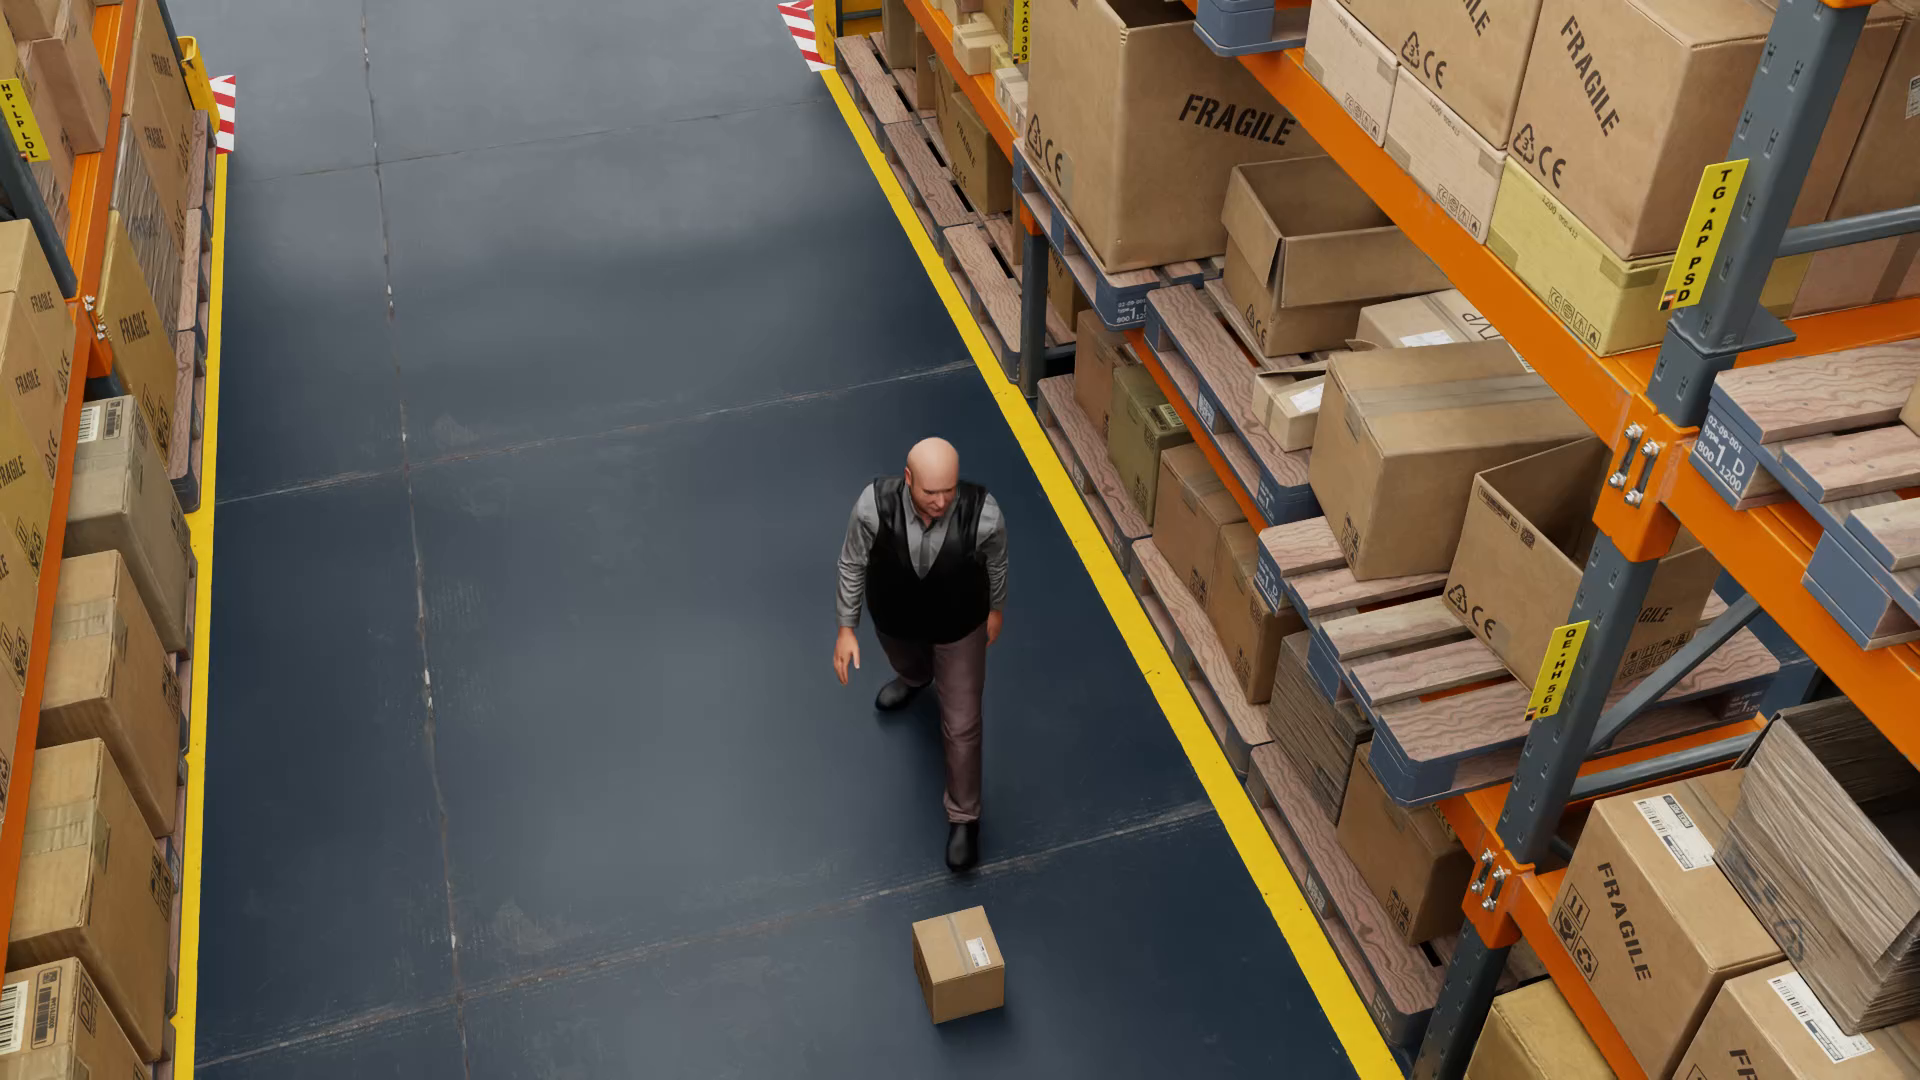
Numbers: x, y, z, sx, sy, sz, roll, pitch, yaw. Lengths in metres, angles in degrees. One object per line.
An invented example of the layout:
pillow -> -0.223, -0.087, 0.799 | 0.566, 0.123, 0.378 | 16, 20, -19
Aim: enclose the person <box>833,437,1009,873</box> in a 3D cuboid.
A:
person -> -0.129, 0.278, 5.883 | 0.570, 1.678, 0.982 | 8, 43, 9
